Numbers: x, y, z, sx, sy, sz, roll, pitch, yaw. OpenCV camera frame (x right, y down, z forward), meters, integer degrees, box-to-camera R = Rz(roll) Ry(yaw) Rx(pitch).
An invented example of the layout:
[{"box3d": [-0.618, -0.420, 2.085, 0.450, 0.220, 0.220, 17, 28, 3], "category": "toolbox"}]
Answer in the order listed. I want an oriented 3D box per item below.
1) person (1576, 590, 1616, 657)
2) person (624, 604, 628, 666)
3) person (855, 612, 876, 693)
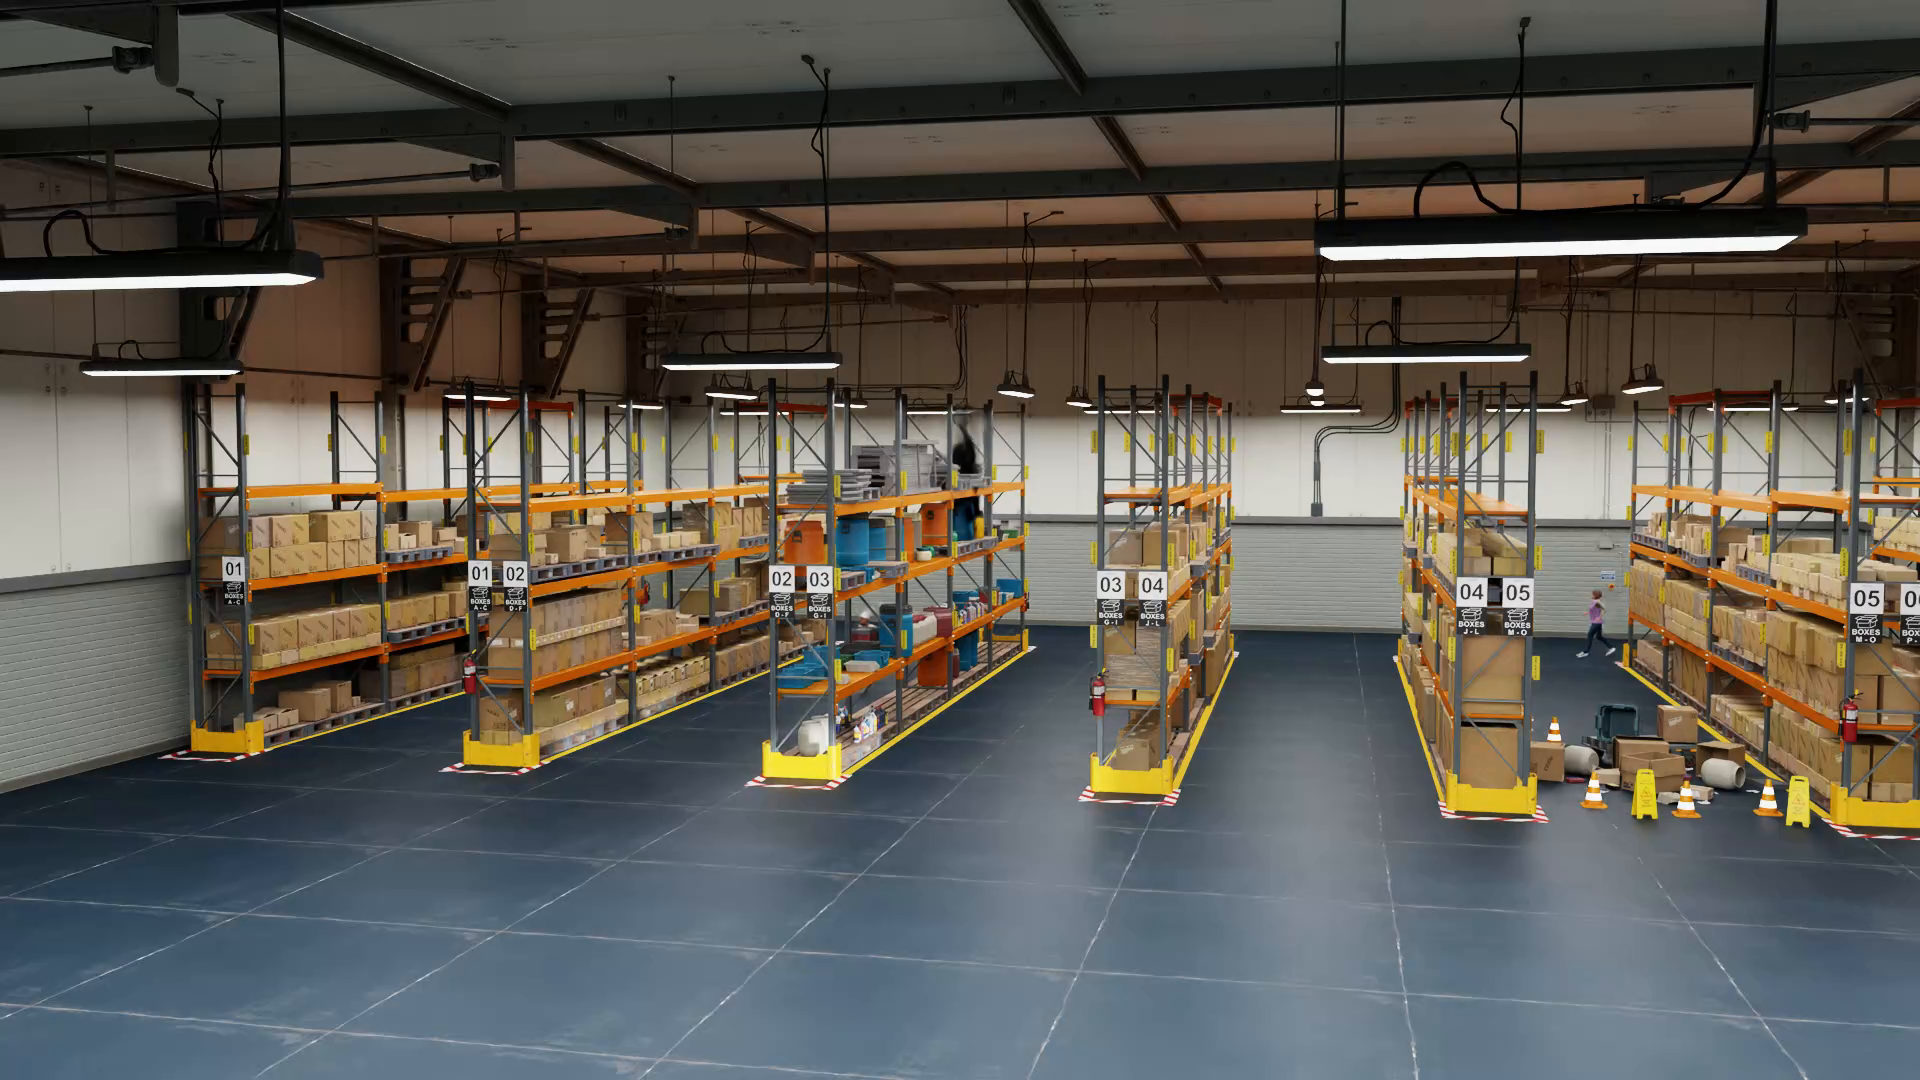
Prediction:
[{"box3d": [14.900, 1.956, 38.906, 0.890, 1.590, 0.555, 1, 3, 19], "category": "person"}, {"box3d": [-6.959, 2.170, 35.111, 0.605, 1.668, 0.566, 1, 3, 13], "category": "person"}, {"box3d": [-1.905, 2.269, 33.299, 0.771, 1.683, 0.550, 2, 4, 37], "category": "person"}]
